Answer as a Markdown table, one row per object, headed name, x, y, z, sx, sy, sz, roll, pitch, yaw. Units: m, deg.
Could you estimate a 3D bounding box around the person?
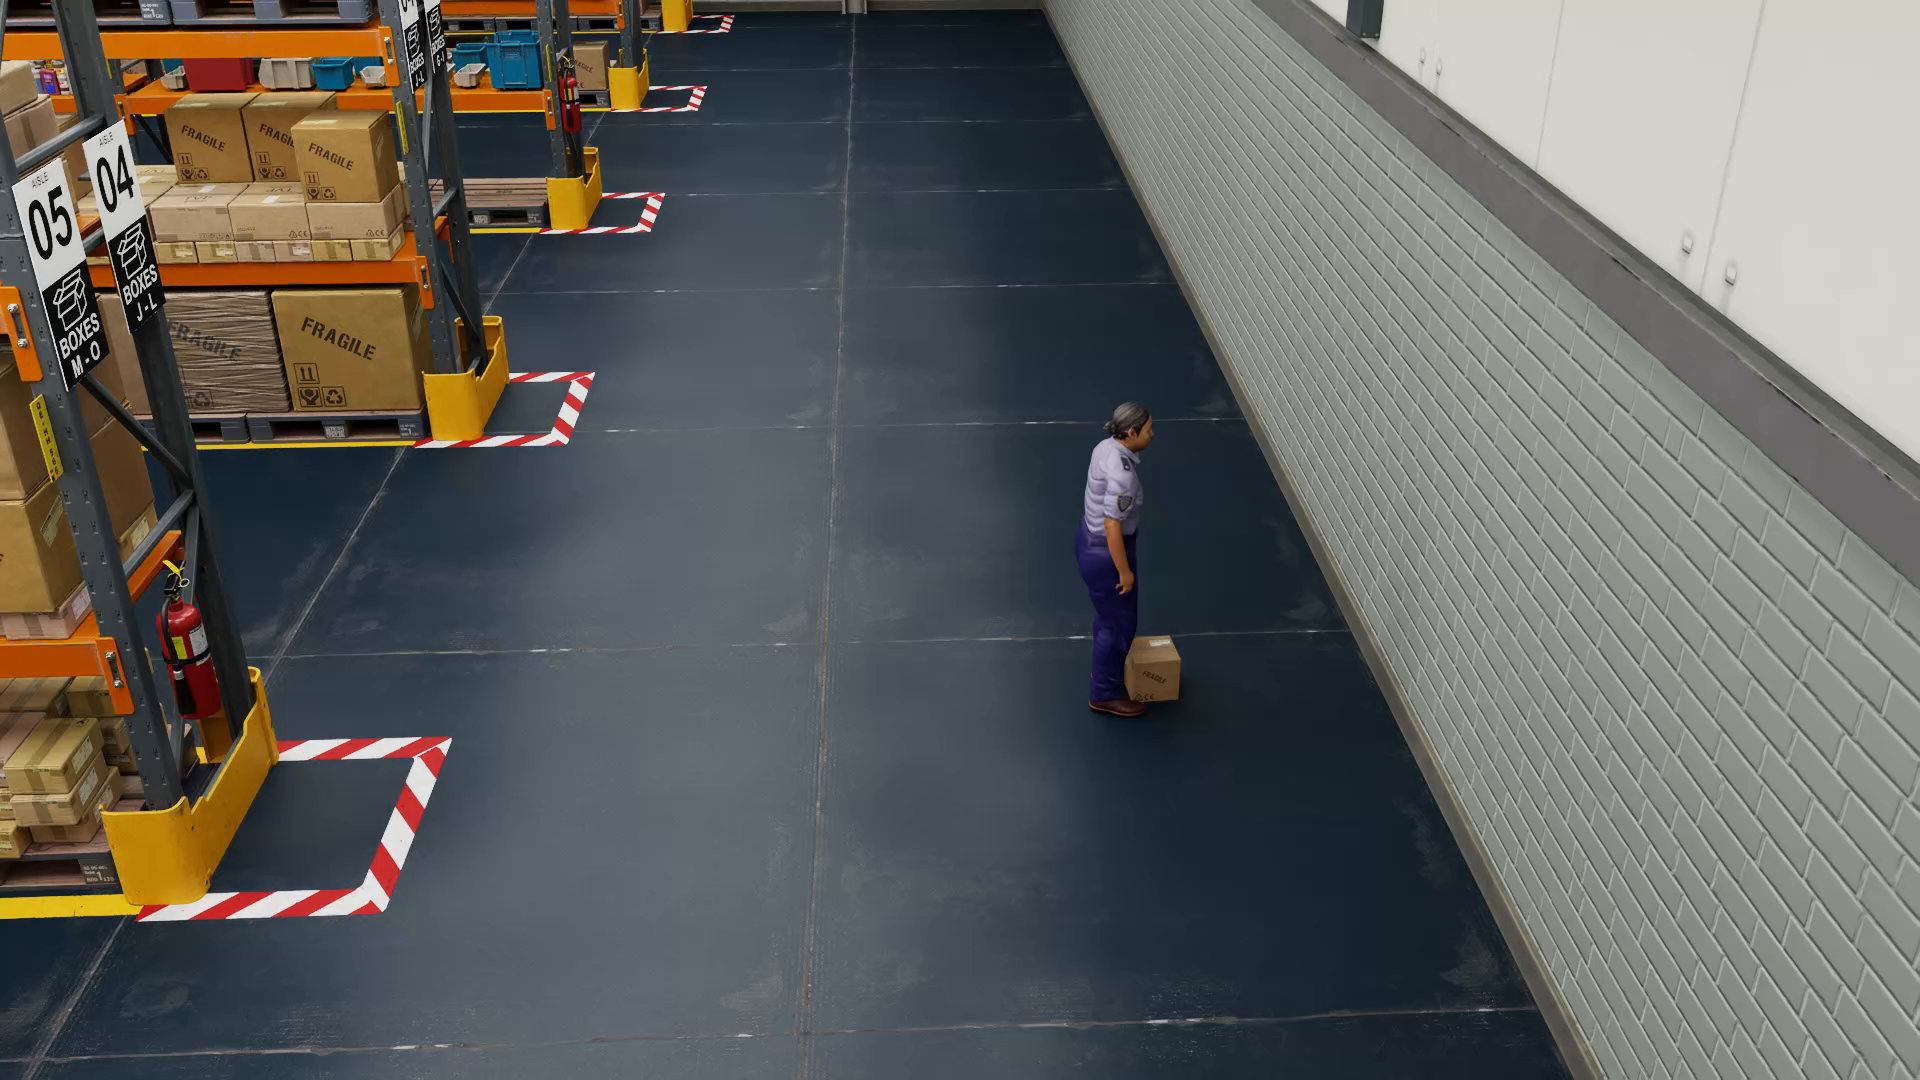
| name | x | y | z | sx | sy | sz | roll | pitch | yaw |
| --- | --- | --- | --- | --- | --- | --- | --- | --- | --- |
| person | 0.819 | 0.072 | 8.490 | 0.378 | 1.652 | 0.543 | -2 | 28 | -3 |
